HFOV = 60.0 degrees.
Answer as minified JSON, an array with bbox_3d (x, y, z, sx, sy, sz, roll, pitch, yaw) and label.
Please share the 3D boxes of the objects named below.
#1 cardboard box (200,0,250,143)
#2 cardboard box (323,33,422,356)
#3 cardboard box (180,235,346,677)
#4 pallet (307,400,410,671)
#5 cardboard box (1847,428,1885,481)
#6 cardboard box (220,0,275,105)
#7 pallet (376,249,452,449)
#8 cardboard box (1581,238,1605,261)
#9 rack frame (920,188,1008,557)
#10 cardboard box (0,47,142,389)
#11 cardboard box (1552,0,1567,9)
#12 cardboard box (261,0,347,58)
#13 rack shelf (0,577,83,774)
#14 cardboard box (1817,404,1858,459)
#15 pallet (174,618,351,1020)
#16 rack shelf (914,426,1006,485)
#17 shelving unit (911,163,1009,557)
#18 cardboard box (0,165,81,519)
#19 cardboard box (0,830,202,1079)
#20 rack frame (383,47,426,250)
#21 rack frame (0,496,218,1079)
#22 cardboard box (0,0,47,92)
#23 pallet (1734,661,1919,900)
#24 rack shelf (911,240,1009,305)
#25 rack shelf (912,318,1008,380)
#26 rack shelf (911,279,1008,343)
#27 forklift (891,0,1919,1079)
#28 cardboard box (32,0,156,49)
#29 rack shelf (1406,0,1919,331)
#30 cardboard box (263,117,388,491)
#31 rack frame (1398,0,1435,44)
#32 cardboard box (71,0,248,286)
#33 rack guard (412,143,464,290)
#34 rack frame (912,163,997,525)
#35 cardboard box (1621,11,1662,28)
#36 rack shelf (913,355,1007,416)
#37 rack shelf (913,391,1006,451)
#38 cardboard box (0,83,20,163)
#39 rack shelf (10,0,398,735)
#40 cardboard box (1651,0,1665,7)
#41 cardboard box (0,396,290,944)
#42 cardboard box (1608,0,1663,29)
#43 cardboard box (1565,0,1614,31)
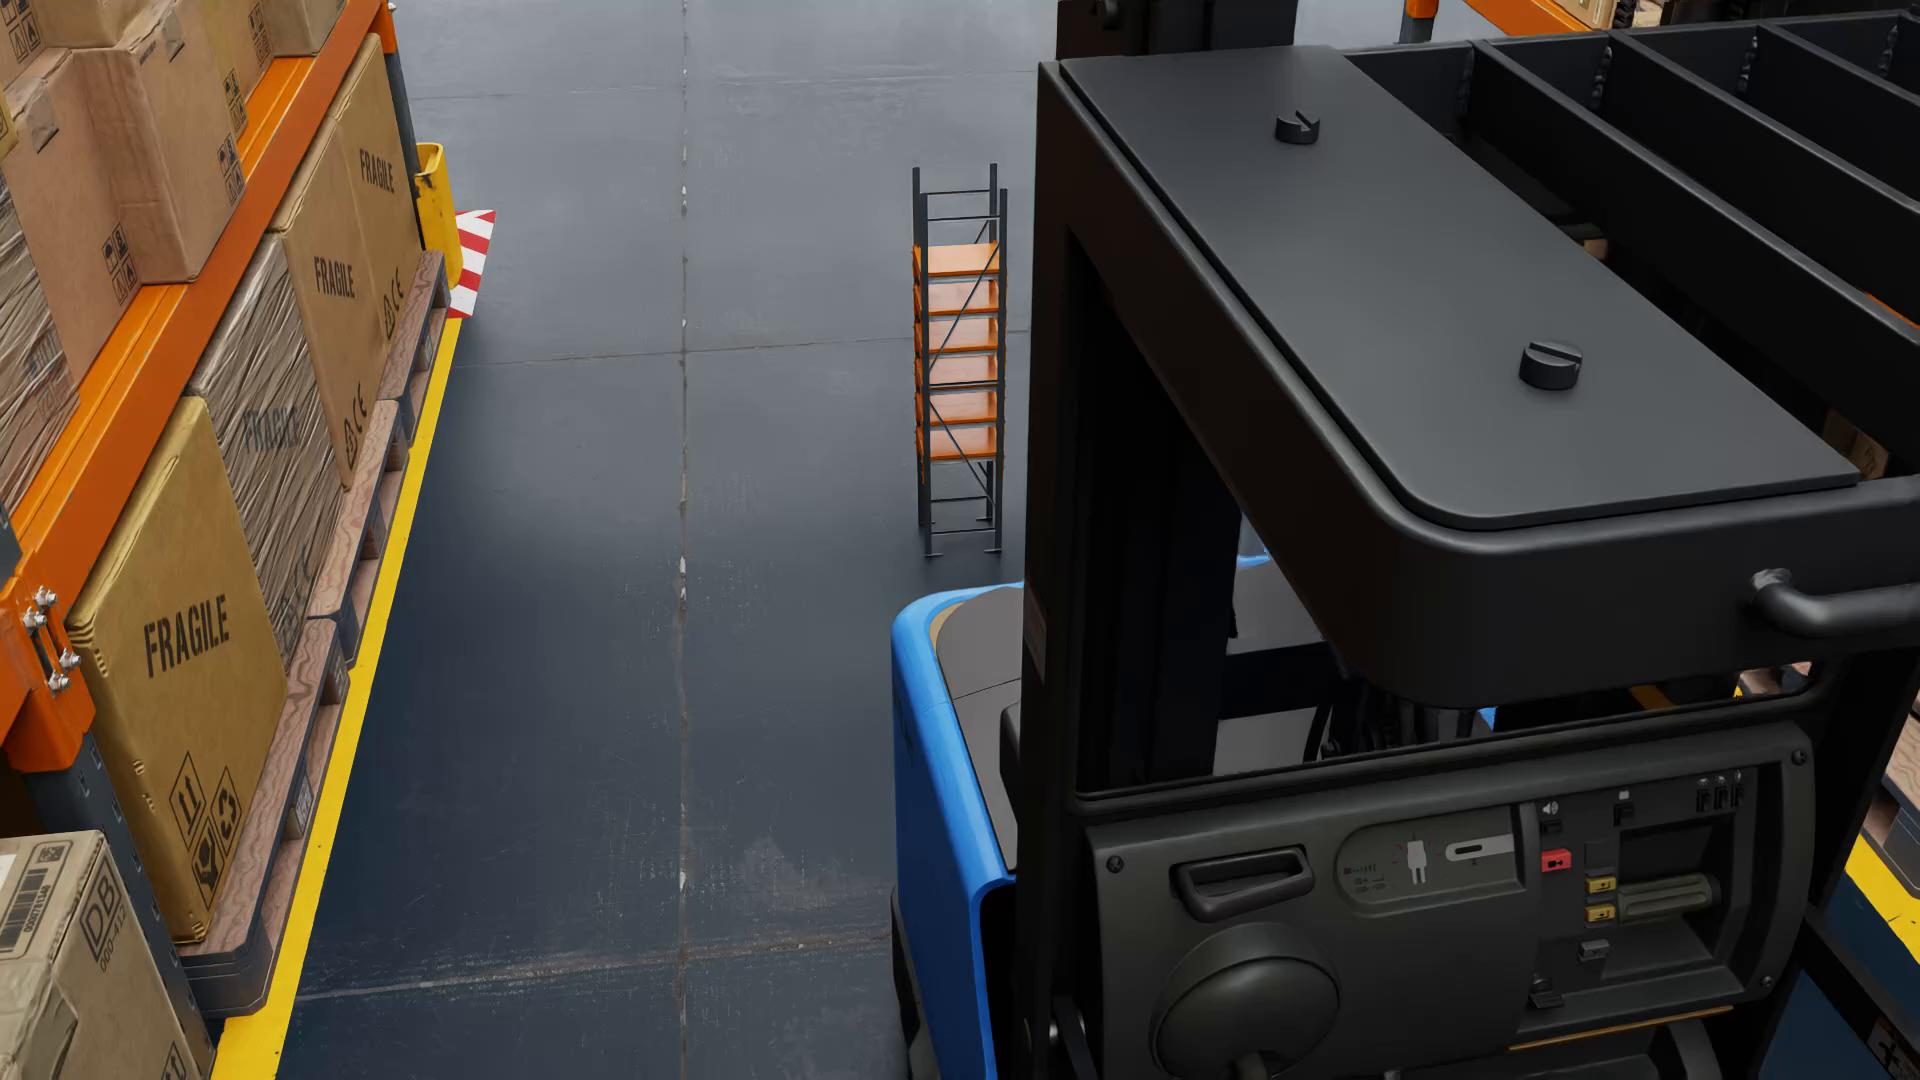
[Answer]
[{"bbox_3d":[-2.384,-1.221,4.244,0.875,0.550,0.500,-4,35,-6],"label":"cardboard box"},{"bbox_3d":[-2.481,-1.204,5.867,0.875,0.875,0.875,-4,34,-6],"label":"cardboard box"},{"bbox_3d":[-2.240,-0.205,4.400,0.875,0.875,0.875,-4,34,-6],"label":"cardboard box"},{"bbox_3d":[-2.292,-0.010,5.078,1.003,0.211,1.213,-4,35,-6],"label":"pallet"},{"bbox_3d":[2.730,-0.055,4.514,0.500,0.500,0.500,6,35,9],"label":"cardboard box"},{"bbox_3d":[-2.496,-1.513,4.674,0.875,0.550,0.550,-4,35,-6],"label":"cardboard box"},{"bbox_3d":[-2.452,-0.690,6.075,1.003,0.211,1.213,-4,35,-6],"label":"pallet"},{"bbox_3d":[2.473,-1.061,5.991,0.500,0.500,0.500,4,35,6],"label":"cardboard box"},{"bbox_3d":[0.010,-0.453,4.849,0.240,1.200,0.006,-4,35,-6],"label":"rack frame"},{"bbox_3d":[-2.257,-0.622,3.366,0.875,0.550,0.550,-4,35,-6],"label":"cardboard box"},{"bbox_3d":[2.181,-1.901,5.599,0.380,0.149,0.250,-4,35,-6],"label":"cardboard box"},{"bbox_3d":[-2.447,-1.835,5.146,0.875,0.550,0.550,-4,35,-6],"label":"cardboard box"},{"bbox_3d":[-1.831,1.363,1.225,1.077,0.370,4.000,-4,35,-6],"label":"rack shelf"},{"bbox_3d":[2.569,-0.396,5.014,0.500,0.500,0.500,-7,35,-11],"label":"cardboard box"},{"bbox_3d":[-2.124,0.672,4.077,1.003,0.211,1.213,-4,35,-6],"label":"pallet"},{"bbox_3d":[-0.002,-0.269,5.084,0.258,0.103,0.180,-4,35,-6],"label":"rack shelf"},{"bbox_3d":[-0.002,-0.504,4.924,0.258,1.200,0.189,-4,35,-6],"label":"shelving unit"},{"bbox_3d":[-2.161,-0.317,2.918,0.875,0.550,0.550,-4,35,-6],"label":"cardboard box"},{"bbox_3d":[-1.927,1.046,2.677,1.050,0.750,0.750,-5,35,-7],"label":"cardboard box"},{"bbox_3d":[-2.638,-2.282,5.935,1.000,3.000,0.127,-4,35,-6],"label":"rack frame"},{"bbox_3d":[-2.100,-0.050,2.660,1.000,3.000,0.127,-4,35,-6],"label":"rack frame"},{"bbox_3d":[-2.304,-1.065,3.057,0.875,0.550,0.550,-4,35,-6],"label":"cardboard box"},{"bbox_3d":[2.704,0.411,4.460,1.003,0.211,1.213,-4,35,-6],"label":"pallet"},{"bbox_3d":[-0.002,-0.765,4.746,0.258,0.103,0.180,-4,35,-6],"label":"rack shelf"},{"bbox_3d":[-0.002,-0.566,4.881,0.258,0.103,0.180,-4,35,-6],"label":"rack shelf"},{"bbox_3d":[-0.002,-0.665,4.814,0.258,0.103,0.180,-4,35,-6],"label":"rack shelf"},{"bbox_3d":[0.660,0.538,1.857,1.130,2.935,3.031,-7,35,-10],"label":"forklift"},{"bbox_3d":[-2.241,-1.377,3.514,0.875,0.550,0.550,-4,35,-6],"label":"cardboard box"},{"bbox_3d":[2.560,-1.188,4.969,1.077,0.370,4.000,-4,35,-6],"label":"rack shelf"},{"bbox_3d":[-2.360,-0.713,5.147,0.875,0.875,0.875,-5,35,-7],"label":"cardboard box"},{"bbox_3d":[2.291,-2.601,6.404,1.000,3.000,0.127,-4,35,-6],"label":"rack frame"},{"bbox_3d":[-2.213,-0.932,3.822,0.875,0.550,0.550,-4,35,-6],"label":"cardboard box"},{"bbox_3d":[-2.641,-1.263,6.659,1.175,0.500,0.348,-4,35,-6],"label":"rack guard"},{"bbox_3d":[-0.014,-0.555,4.999,0.240,1.200,0.006,-4,35,-6],"label":"rack frame"},{"bbox_3d":[2.199,-1.476,4.976,0.380,0.149,0.250,-4,35,-6],"label":"cardboard box"},{"bbox_3d":[-0.002,-0.467,4.949,0.258,0.103,0.180,-4,35,-6],"label":"rack shelf"},{"bbox_3d":[-0.002,-0.368,5.017,0.258,0.103,0.180,-4,35,-6],"label":"rack shelf"},{"bbox_3d":[-2.115,-0.767,2.619,0.875,0.550,0.550,-4,35,-6],"label":"cardboard box"},{"bbox_3d":[-2.369,-0.869,4.500,1.077,0.370,4.000,-4,35,-6],"label":"rack shelf"},{"bbox_3d":[2.548,-1.904,5.028,0.875,0.500,0.500,-4,35,-6],"label":"cardboard box"},{"bbox_3d":[-2.115,0.298,3.663,0.875,0.875,0.875,-4,34,-6],"label":"cardboard box"},{"bbox_3d":[2.268,-1.624,5.192,0.380,0.149,0.250,-4,35,-6],"label":"cardboard box"},{"bbox_3d":[2.207,-1.761,5.393,0.380,0.149,0.250,-4,35,-6],"label":"cardboard box"}]
